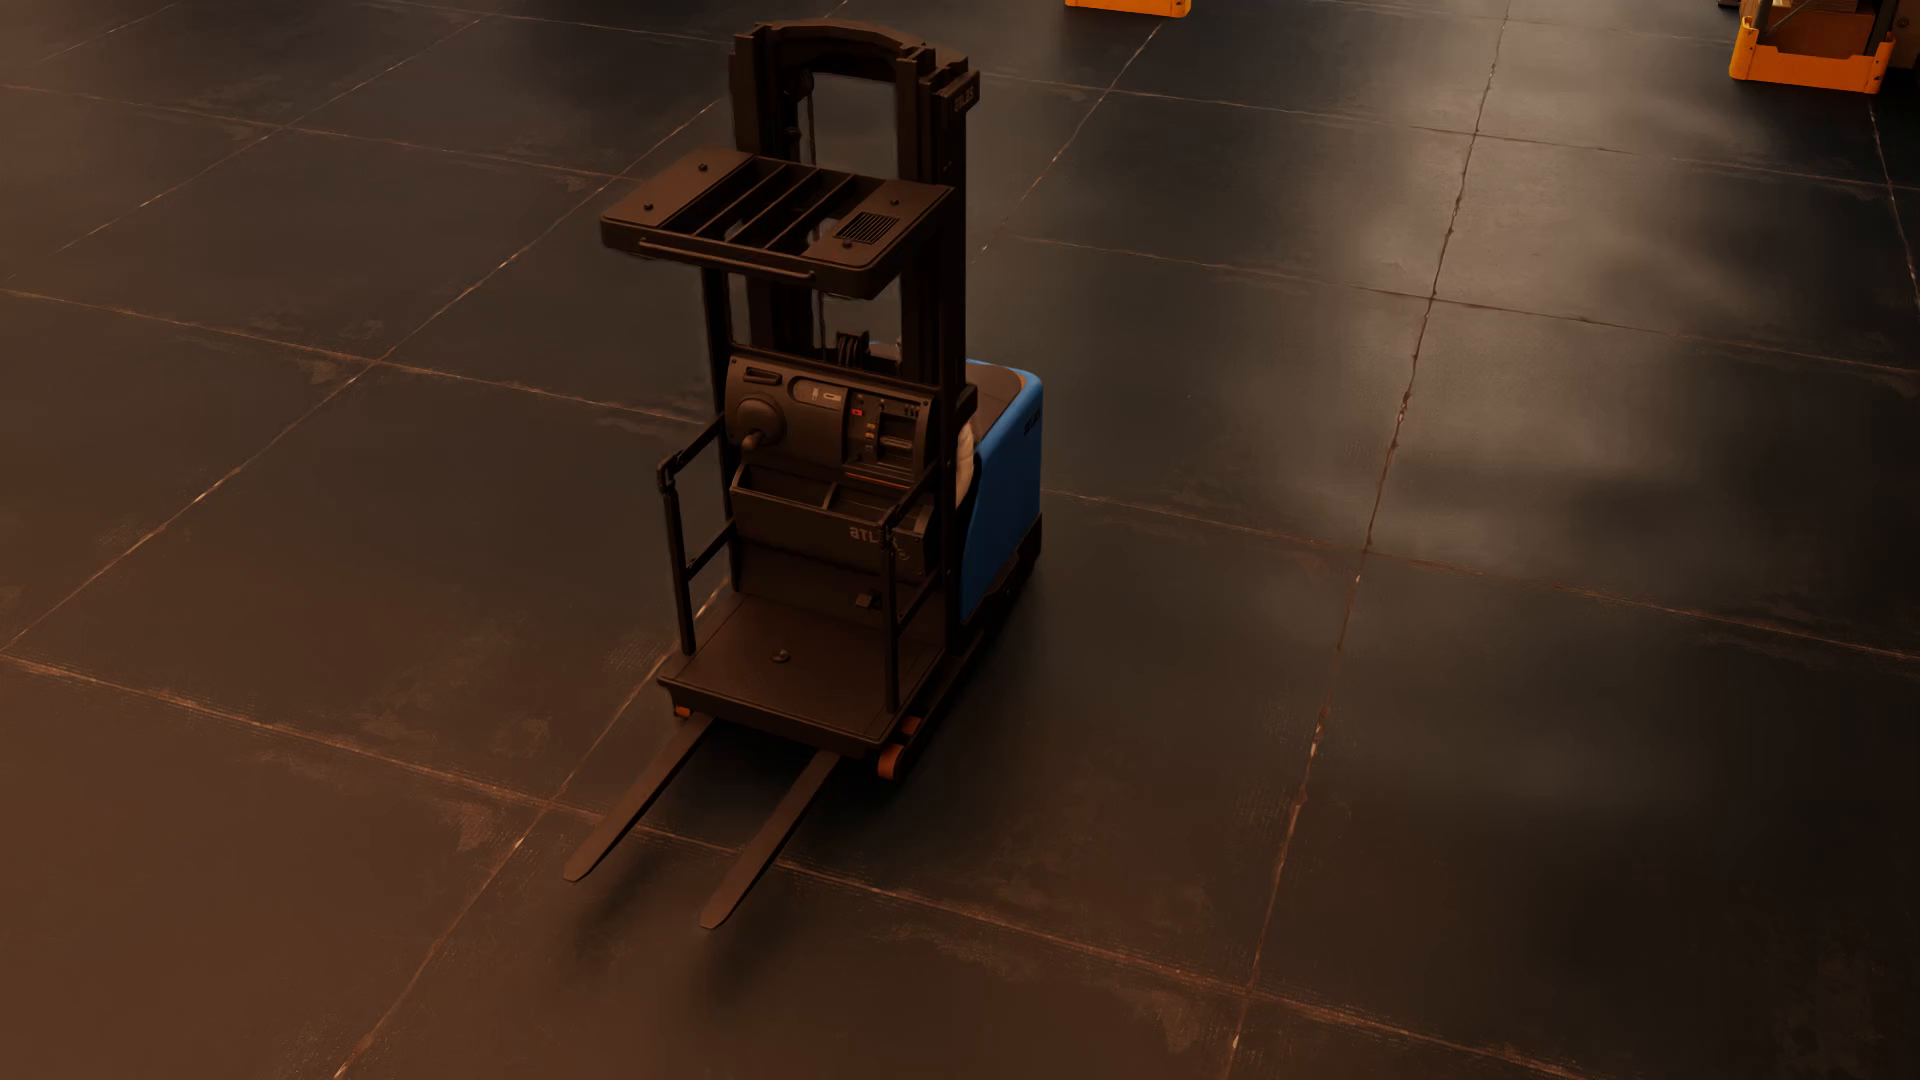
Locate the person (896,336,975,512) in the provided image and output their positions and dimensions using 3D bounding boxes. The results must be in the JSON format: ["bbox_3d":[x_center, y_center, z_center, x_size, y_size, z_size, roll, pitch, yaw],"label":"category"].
[{"bbox_3d":[-0.339,-0.217,7.510,0.680,1.489,0.721,-18,39,-24],"label":"person"}]

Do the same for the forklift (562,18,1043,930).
[{"bbox_3d":[-0.635,-0.439,6.730,1.130,2.935,3.031,14,38,19],"label":"forklift"}]
